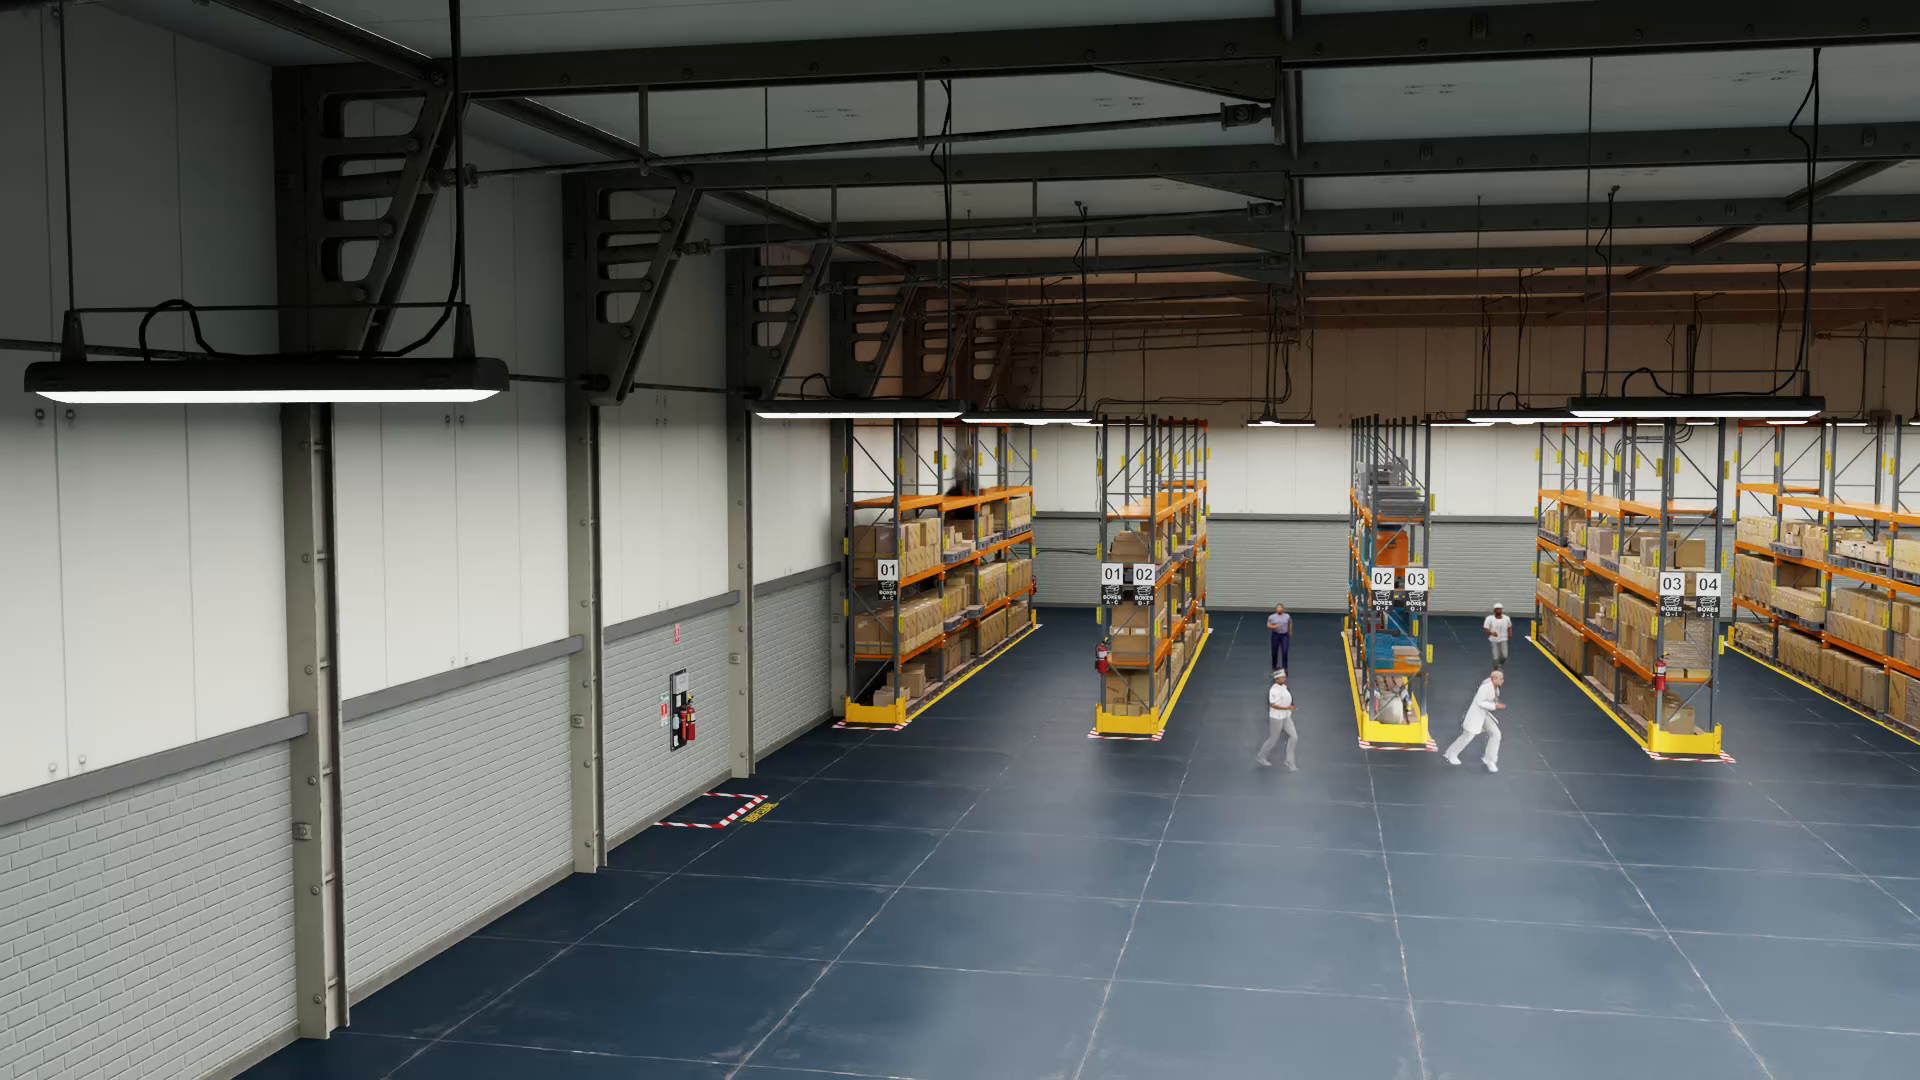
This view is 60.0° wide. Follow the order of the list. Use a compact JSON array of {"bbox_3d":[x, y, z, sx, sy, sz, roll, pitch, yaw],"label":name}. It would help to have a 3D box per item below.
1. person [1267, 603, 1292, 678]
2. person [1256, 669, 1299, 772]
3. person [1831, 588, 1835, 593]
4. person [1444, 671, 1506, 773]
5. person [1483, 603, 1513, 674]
[{"bbox_3d":[7.453,2.309,38.746,0.592,1.677,0.876,0,4,6],"label":"person"},{"bbox_3d":[5.354,3.031,27.983,0.759,1.739,0.581,4,5,44],"label":"person"},{"bbox_3d":[22.017,2.064,42.088,0.623,1.735,0.601,0,4,1],"label":"person"},{"bbox_3d":[8.692,3.041,27.993,1.078,1.759,0.752,3,5,41],"label":"person"},{"bbox_3d":[12.372,2.315,38.163,0.691,1.724,0.586,0,4,5],"label":"person"}]
